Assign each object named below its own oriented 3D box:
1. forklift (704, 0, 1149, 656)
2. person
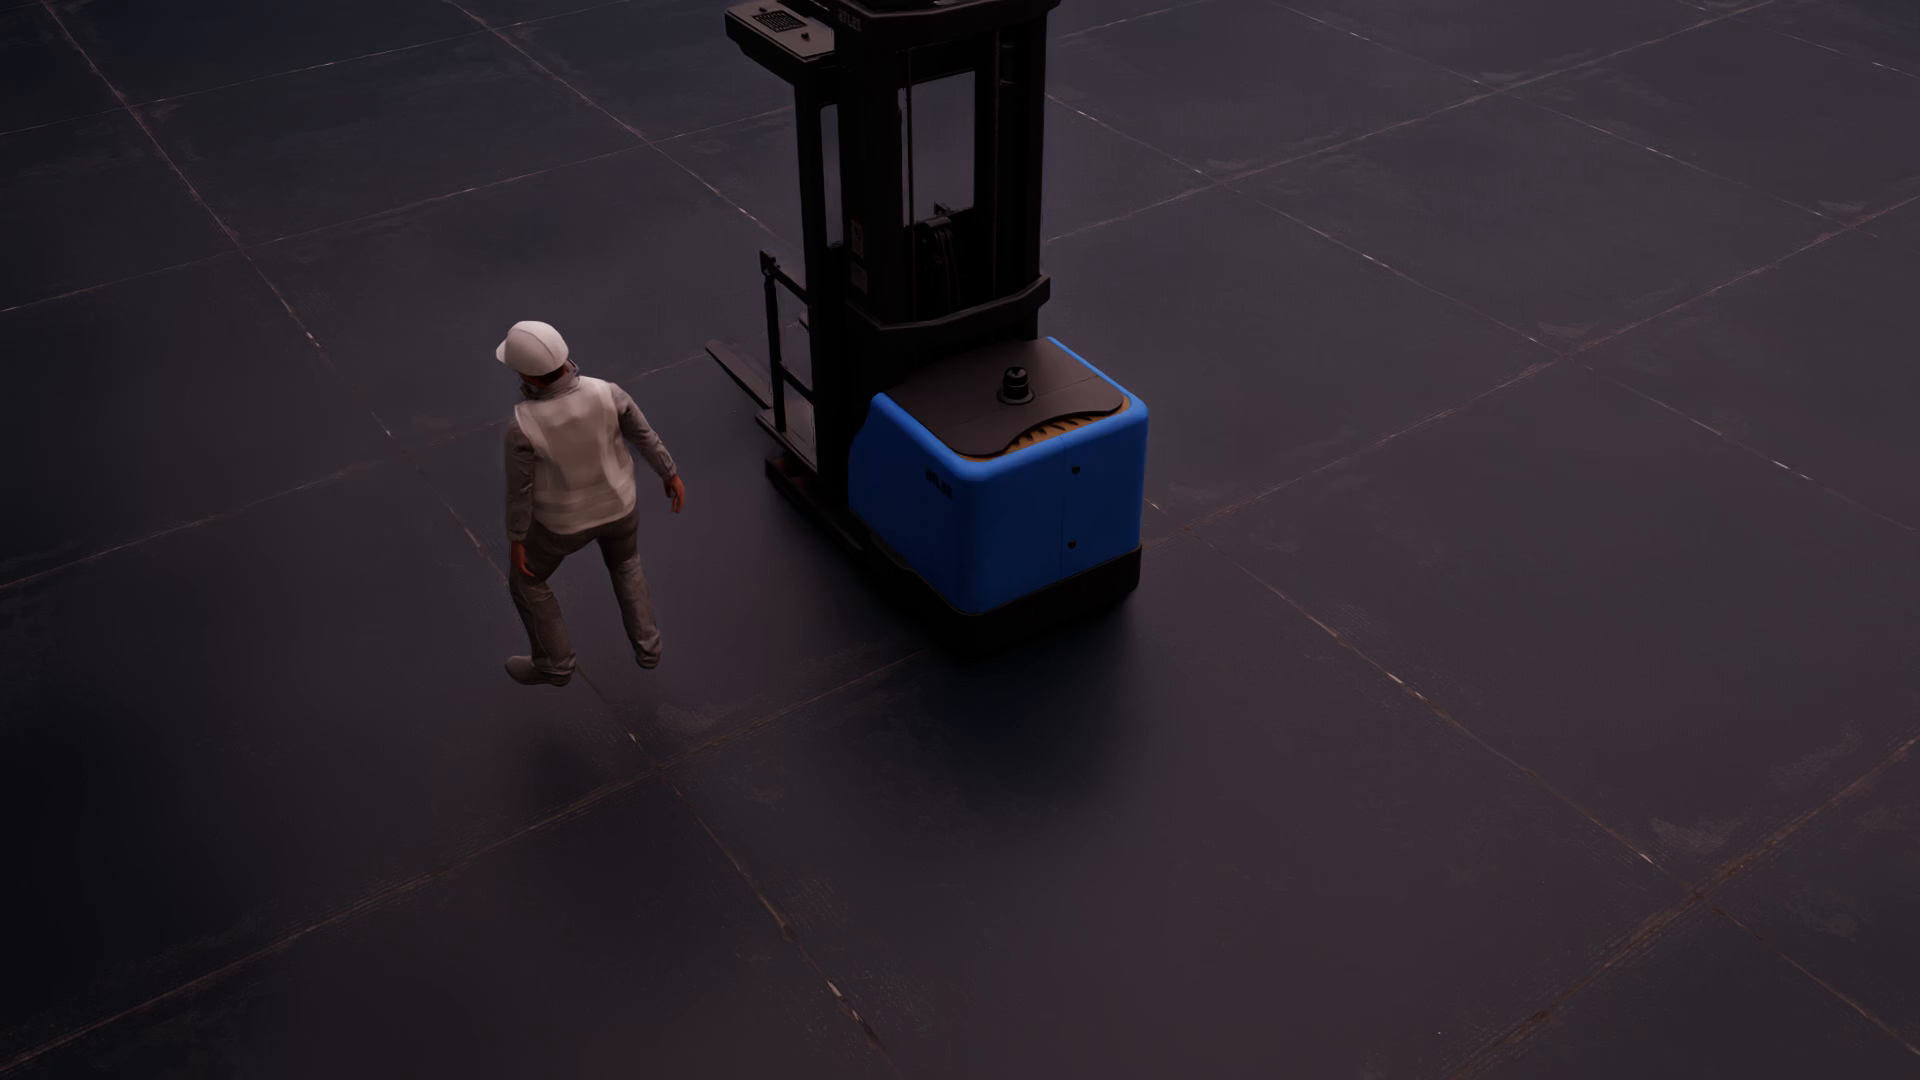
[{"bbox_3d":[-0.365,-1.490,7.959,1.130,2.935,3.031,-21,41,-26],"label":"forklift"},{"bbox_3d":[-1.550,-0.148,6.833,0.852,1.720,0.432,-18,40,-23],"label":"person"}]
